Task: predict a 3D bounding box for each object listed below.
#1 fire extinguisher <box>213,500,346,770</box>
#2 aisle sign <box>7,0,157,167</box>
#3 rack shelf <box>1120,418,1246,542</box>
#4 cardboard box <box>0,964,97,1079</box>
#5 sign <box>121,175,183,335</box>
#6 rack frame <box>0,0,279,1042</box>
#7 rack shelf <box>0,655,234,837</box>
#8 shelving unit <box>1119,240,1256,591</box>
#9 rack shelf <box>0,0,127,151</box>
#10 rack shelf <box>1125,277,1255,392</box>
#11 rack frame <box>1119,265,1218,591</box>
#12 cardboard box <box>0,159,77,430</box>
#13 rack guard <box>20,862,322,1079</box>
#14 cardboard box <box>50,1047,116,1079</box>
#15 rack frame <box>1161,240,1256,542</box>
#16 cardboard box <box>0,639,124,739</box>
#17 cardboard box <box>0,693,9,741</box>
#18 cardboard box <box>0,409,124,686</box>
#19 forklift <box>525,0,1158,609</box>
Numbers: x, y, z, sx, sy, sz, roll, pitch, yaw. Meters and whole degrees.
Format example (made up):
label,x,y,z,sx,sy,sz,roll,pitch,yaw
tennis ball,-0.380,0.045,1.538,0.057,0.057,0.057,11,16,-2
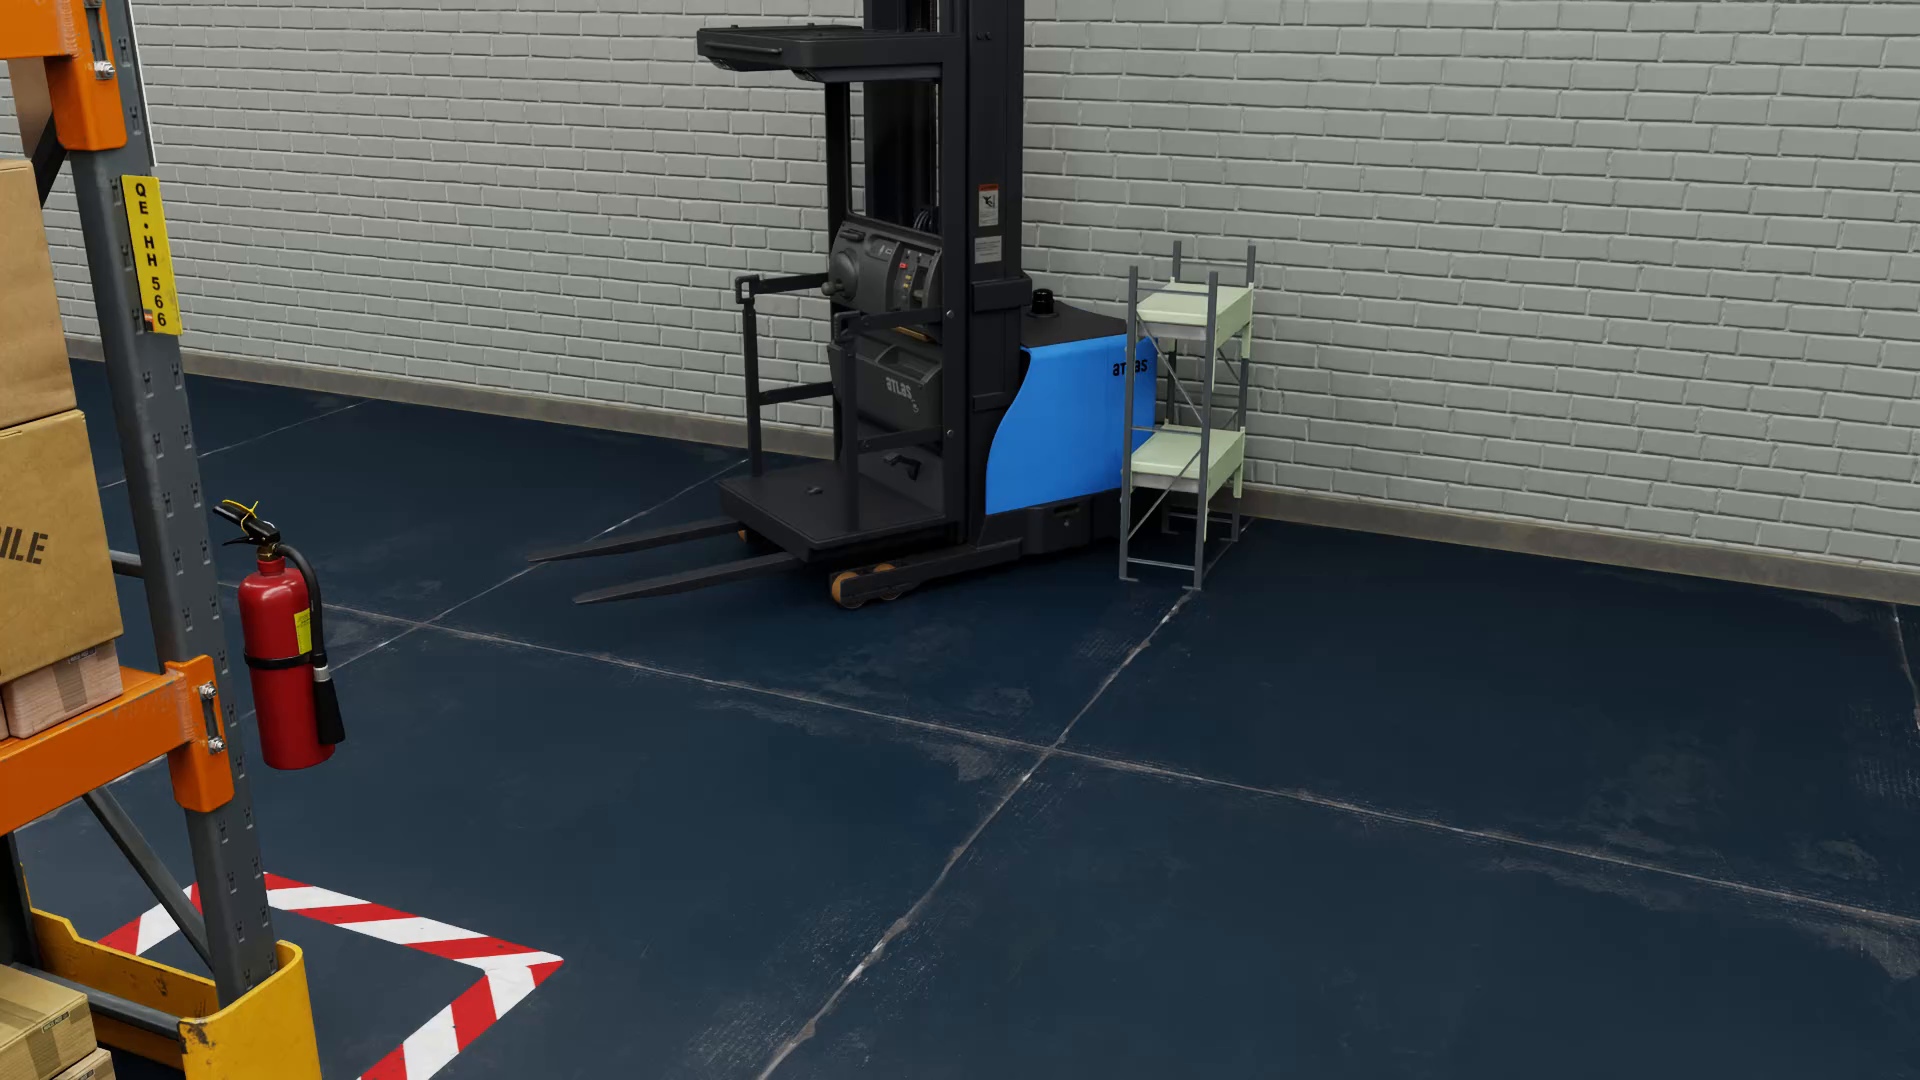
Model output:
label,x,y,z,sx,sy,sz,roll,pitch,yaw
fire extinguisher,-1.649,0.222,4.041,0.296,0.674,0.183,9,21,23
aisle sign,-1.869,-1.183,3.438,0.394,0.787,0.004,9,21,23
rack shelf,1.086,-0.302,8.053,0.431,0.370,0.720,8,21,21
cardboard box,-2.158,1.085,3.682,0.380,0.149,0.250,9,21,23
sign,-1.675,-0.589,3.448,0.100,0.325,0.005,9,21,23
rack frame,-2.173,0.023,3.927,1.000,3.000,0.127,9,21,23
rack shelf,-2.992,0.974,2.328,1.077,0.370,4.000,9,21,23
shelving unit,1.086,-0.609,7.944,0.431,1.500,0.755,8,21,21
rack shelf,-2.992,-0.440,1.826,1.077,0.370,4.000,9,21,23
rack shelf,1.086,-0.977,7.813,0.431,0.370,0.720,8,21,21
rack frame,0.947,-0.496,7.625,0.400,1.500,0.023,8,21,21
cardboard box,-2.133,-0.461,3.203,0.500,0.500,0.500,8,21,22
rack guard,-2.204,1.224,4.280,1.175,0.500,0.348,9,21,23
cardboard box,-2.129,1.229,3.720,0.380,0.149,0.250,8,21,21
rack frame,1.226,-0.723,8.263,0.400,1.500,0.023,8,21,21
cardboard box,-2.048,0.280,3.580,0.380,0.149,0.250,9,21,23
cardboard box,-2.185,0.351,3.380,0.380,0.149,0.250,9,21,23
cardboard box,-2.122,0.009,3.375,0.500,0.500,0.500,9,21,24
forklift,-0.529,-1.269,7.662,3.031,2.935,1.130,-12,23,-30
